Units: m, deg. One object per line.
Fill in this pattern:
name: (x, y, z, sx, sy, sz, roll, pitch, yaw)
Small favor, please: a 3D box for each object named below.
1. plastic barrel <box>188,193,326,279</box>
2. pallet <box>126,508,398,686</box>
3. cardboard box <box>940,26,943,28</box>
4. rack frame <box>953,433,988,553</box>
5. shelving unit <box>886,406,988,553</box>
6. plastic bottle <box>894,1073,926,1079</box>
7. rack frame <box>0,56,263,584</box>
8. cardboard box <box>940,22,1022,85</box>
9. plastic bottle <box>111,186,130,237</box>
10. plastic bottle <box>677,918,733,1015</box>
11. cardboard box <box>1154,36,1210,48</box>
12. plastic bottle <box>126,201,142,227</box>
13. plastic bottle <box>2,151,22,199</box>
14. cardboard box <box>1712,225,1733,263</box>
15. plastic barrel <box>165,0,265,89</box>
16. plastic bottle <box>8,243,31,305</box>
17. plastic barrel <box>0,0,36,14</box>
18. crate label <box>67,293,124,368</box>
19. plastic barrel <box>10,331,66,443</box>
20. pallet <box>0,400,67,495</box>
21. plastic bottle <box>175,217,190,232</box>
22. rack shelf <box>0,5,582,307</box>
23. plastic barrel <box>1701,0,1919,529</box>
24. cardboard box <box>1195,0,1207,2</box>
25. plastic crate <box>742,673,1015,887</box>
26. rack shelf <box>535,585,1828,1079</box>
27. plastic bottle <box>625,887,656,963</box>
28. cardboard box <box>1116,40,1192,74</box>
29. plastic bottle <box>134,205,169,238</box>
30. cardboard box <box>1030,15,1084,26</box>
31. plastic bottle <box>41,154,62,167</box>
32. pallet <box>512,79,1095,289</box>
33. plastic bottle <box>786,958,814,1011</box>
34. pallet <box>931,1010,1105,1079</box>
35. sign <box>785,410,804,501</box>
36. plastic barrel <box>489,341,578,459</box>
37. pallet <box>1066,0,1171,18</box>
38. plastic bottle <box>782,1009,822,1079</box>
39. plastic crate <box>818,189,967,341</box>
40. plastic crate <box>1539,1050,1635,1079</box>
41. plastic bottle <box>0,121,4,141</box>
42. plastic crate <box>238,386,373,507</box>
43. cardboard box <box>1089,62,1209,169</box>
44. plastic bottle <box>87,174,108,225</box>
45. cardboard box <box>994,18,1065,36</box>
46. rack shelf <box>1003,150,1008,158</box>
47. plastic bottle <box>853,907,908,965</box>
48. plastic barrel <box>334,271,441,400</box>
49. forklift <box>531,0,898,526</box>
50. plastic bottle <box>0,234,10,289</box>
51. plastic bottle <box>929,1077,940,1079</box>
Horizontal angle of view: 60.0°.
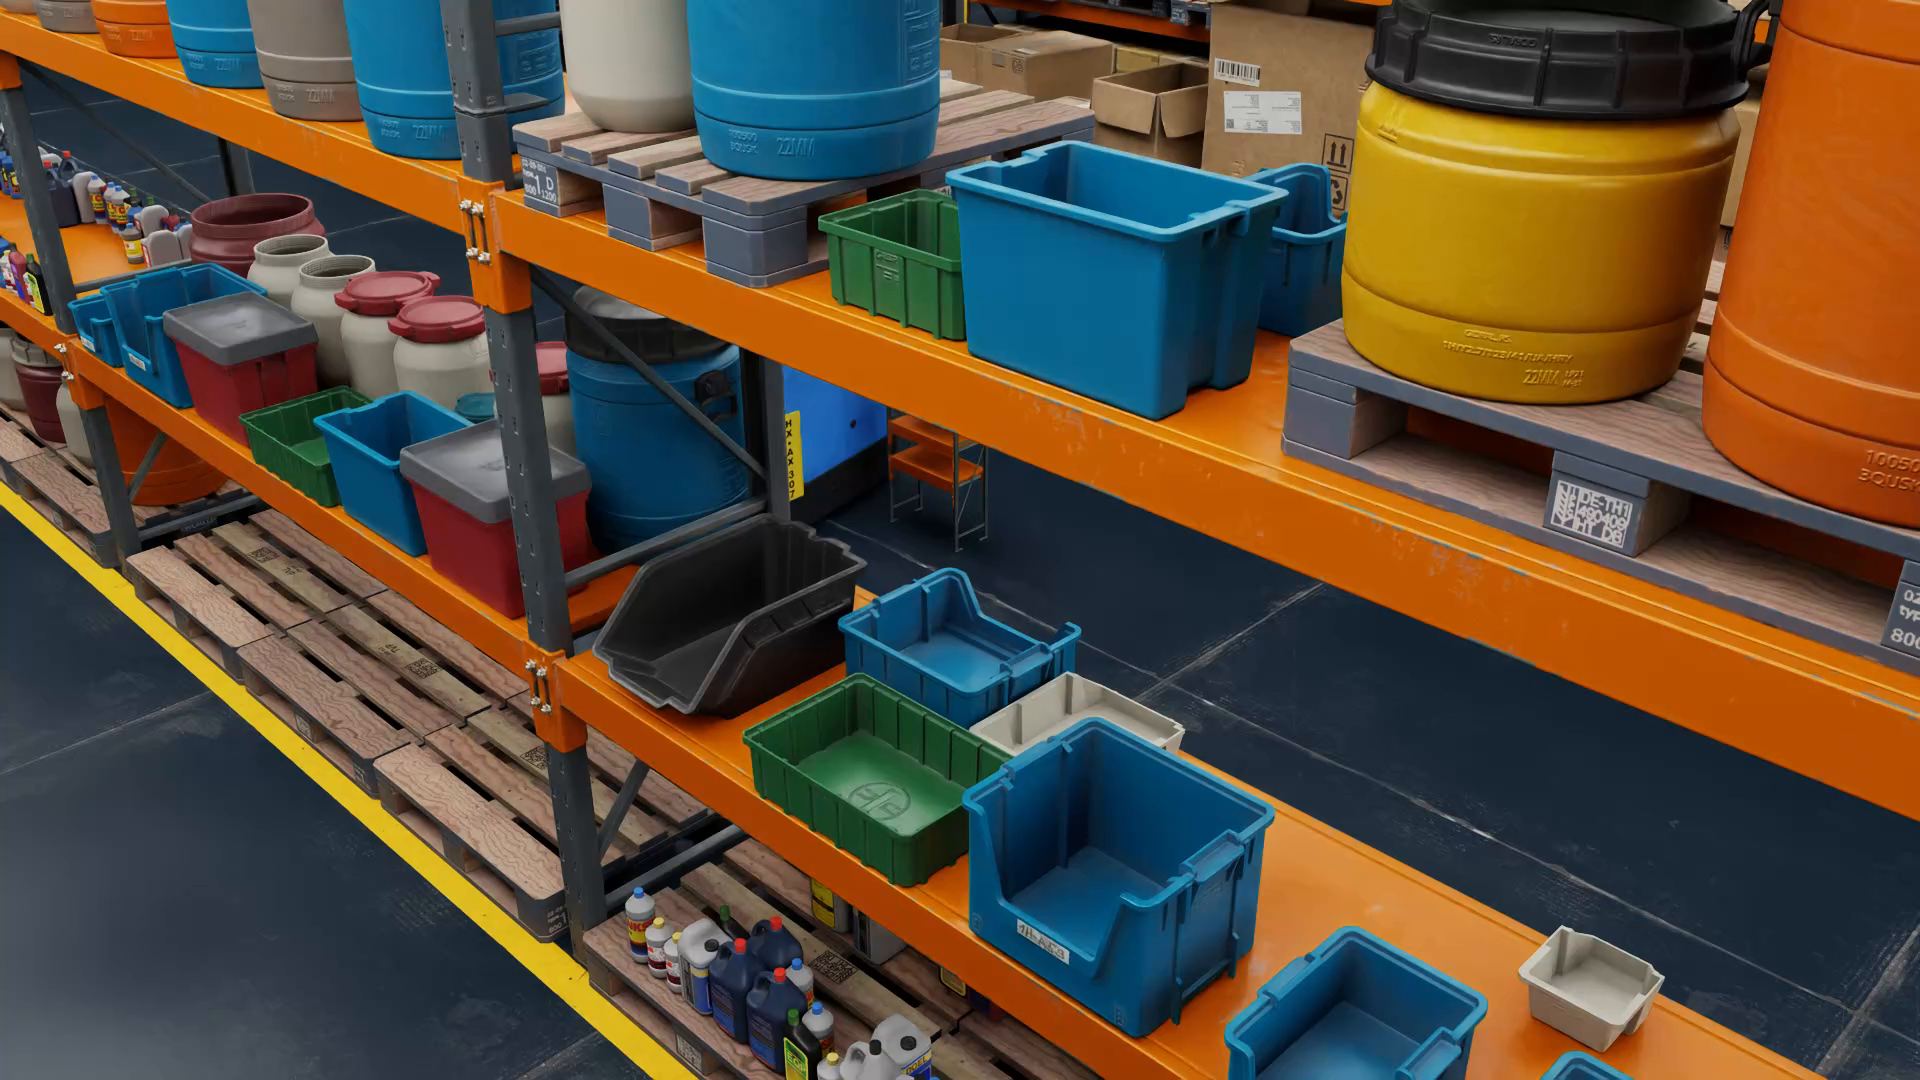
plastic barrel: (-3.291, -1.300, 7.853, 0.708, 0.536, 0.600, 25, 36, 38)
pallet: (-3.310, 0.209, 8.125, 1.213, 0.211, 1.003, 25, 36, 38)
cardboard box: (-0.135, -5.397, 17.763, 0.250, 0.149, 0.380, 24, 36, 38)
rack frame: (0.056, -0.505, 8.422, 0.015, 1.200, 0.240, 25, 36, 38)
shelving unit: (-0.118, -0.585, 8.573, 0.503, 1.200, 0.258, 25, 36, 38)
plastic bottle: (-0.127, 1.654, 4.754, 0.144, 0.351, 0.185, -24, 36, -37)
rack frame: (-3.835, -1.291, 7.981, 0.127, 3.000, 1.000, 25, 36, 38)
cardboard box: (0.051, -3.001, 10.676, 0.500, 0.500, 0.500, 20, 33, 33)
plastic bottle: (-4.570, -1.799, 9.086, 0.097, 0.271, 0.097, 0, 28, 0)
plastic bottle: (-0.813, 1.371, 5.373, 0.152, 0.276, 0.135, -24, 36, -37)
cardboard box: (2.160, -4.595, 15.695, 0.500, 0.250, 0.500, 25, 37, 39)
plastic bottle: (-4.353, -1.660, 8.822, 0.097, 0.271, 0.097, 0, 28, 0)
plastic bottle: (-5.537, -2.142, 9.739, 0.097, 0.271, 0.097, 0, 28, 0)
cardboard box: (3.527, -1.333, 7.635, 0.500, 0.500, 0.875, 25, 36, 38)
plastic barrel: (-2.430, -2.056, 5.675, 0.708, 0.901, 0.600, 25, 36, 38)
plastic bottle: (-4.587, -1.305, 8.133, 0.133, 0.283, 0.061, 25, 36, 38)
plastic barrel: (-3.828, -2.465, 6.871, 0.421, 0.512, 0.421, 0, 28, 0)
crate label: (-3.797, -0.955, 7.522, 0.416, 0.233, 0.303, 25, 36, 38)
plastic barrel: (-5.001, -0.932, 9.438, 0.708, 0.588, 0.600, 25, 36, 38)
pallet: (-5.292, -0.698, 9.850, 1.213, 0.211, 1.003, 25, 36, 38)
plastic bottle: (-3.980, -1.529, 8.573, 0.097, 0.271, 0.097, 0, 28, 0)
rack shelf: (-2.409, -1.647, 6.210, 4.000, 0.370, 1.077, 25, 36, 38)
plastic barrel: (1.434, -0.500, 2.343, 0.708, 0.830, 0.600, 25, 36, 38)
cardboard box: (2.154, -4.796, 14.466, 0.380, 0.149, 0.250, -25, 36, -38)
plastic crate: (-0.212, 0.645, 4.528, 0.662, 0.188, 0.450, 25, 36, 38)
rack shelf: (0.444, 0.986, 4.426, 4.000, 0.370, 1.077, 25, 36, 38)
plastic bottle: (-1.063, 1.277, 5.557, 0.097, 0.271, 0.097, 0, 28, 0)
cardboard box: (1.797, -4.427, 15.375, 0.500, 0.250, 0.500, -24, 36, -38)
plastic bottle: (-4.247, -1.635, 8.770, 0.135, 0.276, 0.152, 25, 36, 38)
cardboard box: (1.043, -5.105, 16.664, 0.500, 0.250, 0.500, 23, 36, 37)
plastic bottle: (-5.298, -2.116, 9.685, 0.135, 0.276, 0.152, 25, 36, 38)
pallet: (-0.399, -1.026, 4.459, 1.003, 0.211, 1.213, 25, 36, 38)
plastic bottle: (-0.510, 1.436, 5.255, 0.097, 0.271, 0.097, 0, 28, 0)
pallet: (0.341, 1.880, 4.948, 1.213, 0.211, 1.003, 25, 36, 38)
sign: (-0.589, -0.287, 5.775, 0.005, 0.325, 0.100, 25, 36, 38)
plastic barrel: (-1.511, -0.430, 6.200, 0.433, 0.535, 0.433, 0, 28, 0)
pallet: (1.747, -5.095, 15.422, 1.213, 0.211, 1.003, 25, 36, 38)
plastic bottle: (-0.475, 1.553, 5.020, 0.061, 0.283, 0.133, -23, 36, -37)
plastic crate: (-0.048, -0.614, 3.699, 0.450, 0.188, 0.336, 25, 36, 38)
plastic crate: (1.303, 1.322, 3.173, 0.616, 0.251, 0.499, 25, 36, 38)
plastic bottle: (-5.802, -2.383, 10.111, 0.185, 0.351, 0.144, 25, 36, 38)
plastic crate: (-2.422, -0.366, 6.451, 0.662, 0.188, 0.450, 25, 36, 38)
cardboard box: (1.189, -2.396, 9.521, 0.797, 0.503, 0.637, -21, 34, -34)
plastic bottle: (-4.804, -1.906, 9.290, 0.097, 0.271, 0.097, 0, 28, 0)
cardboard box: (0.677, -4.935, 16.341, 0.500, 0.250, 0.500, 23, 35, 36)
rack shelf: (1.064, -1.963, 10.034, 4.000, 0.370, 1.077, 25, 36, 38)
plastic bottle: (-0.270, 1.260, 5.585, 0.135, 0.276, 0.152, 25, 36, 38)
plastic barrel: (-2.343, -0.811, 6.923, 0.433, 0.535, 0.433, 0, 28, 0)
forklift: (-1.866, -1.833, 9.086, 3.031, 2.935, 1.130, 17, 32, 29)
plastic bottle: (-4.795, -1.407, 8.340, 0.097, 0.271, 0.097, 0, 28, 0)
plastic bottle: (-0.074, 1.666, 4.892, 0.097, 0.201, 0.097, 0, 28, 0)
